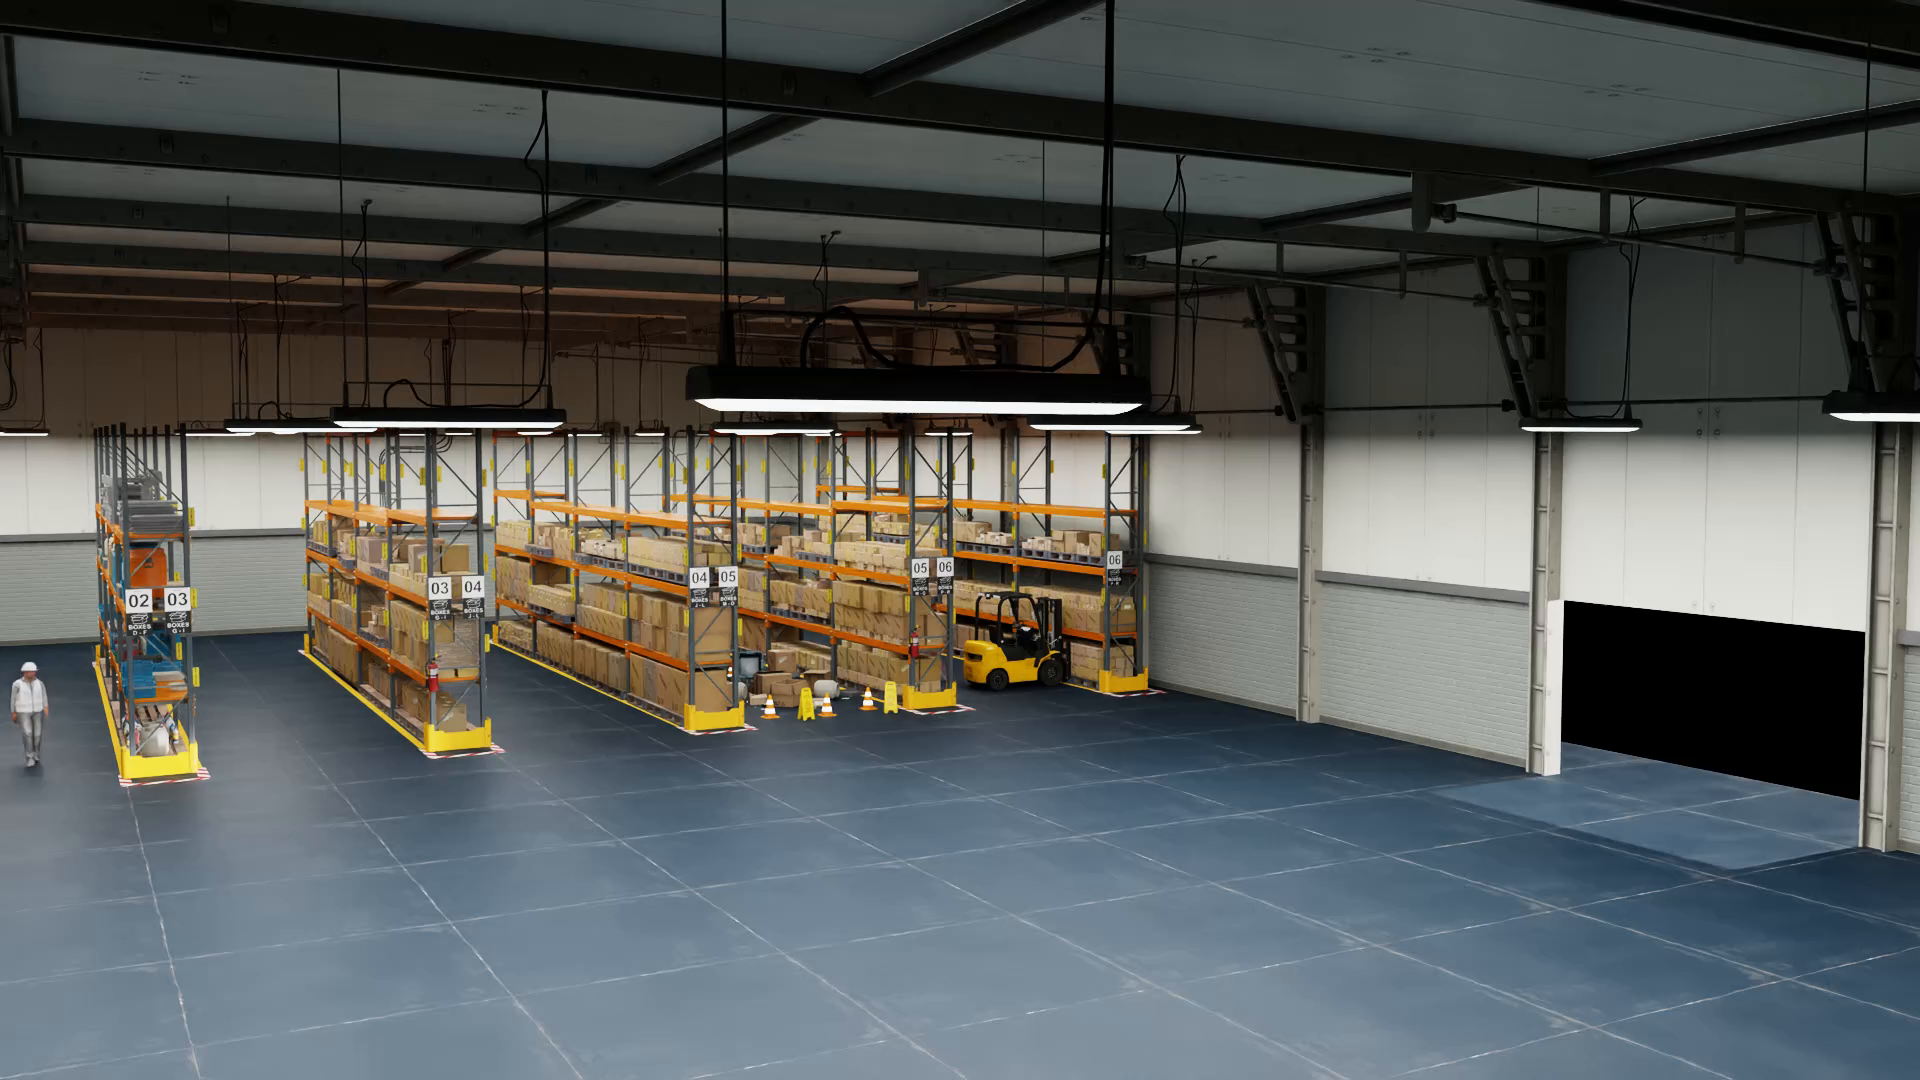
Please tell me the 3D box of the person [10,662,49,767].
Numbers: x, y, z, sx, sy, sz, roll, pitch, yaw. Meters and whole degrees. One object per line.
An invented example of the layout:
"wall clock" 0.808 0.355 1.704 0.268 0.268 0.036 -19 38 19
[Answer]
"person" -16.371 3.071 29.384 0.675 1.789 0.561 3 4 39
